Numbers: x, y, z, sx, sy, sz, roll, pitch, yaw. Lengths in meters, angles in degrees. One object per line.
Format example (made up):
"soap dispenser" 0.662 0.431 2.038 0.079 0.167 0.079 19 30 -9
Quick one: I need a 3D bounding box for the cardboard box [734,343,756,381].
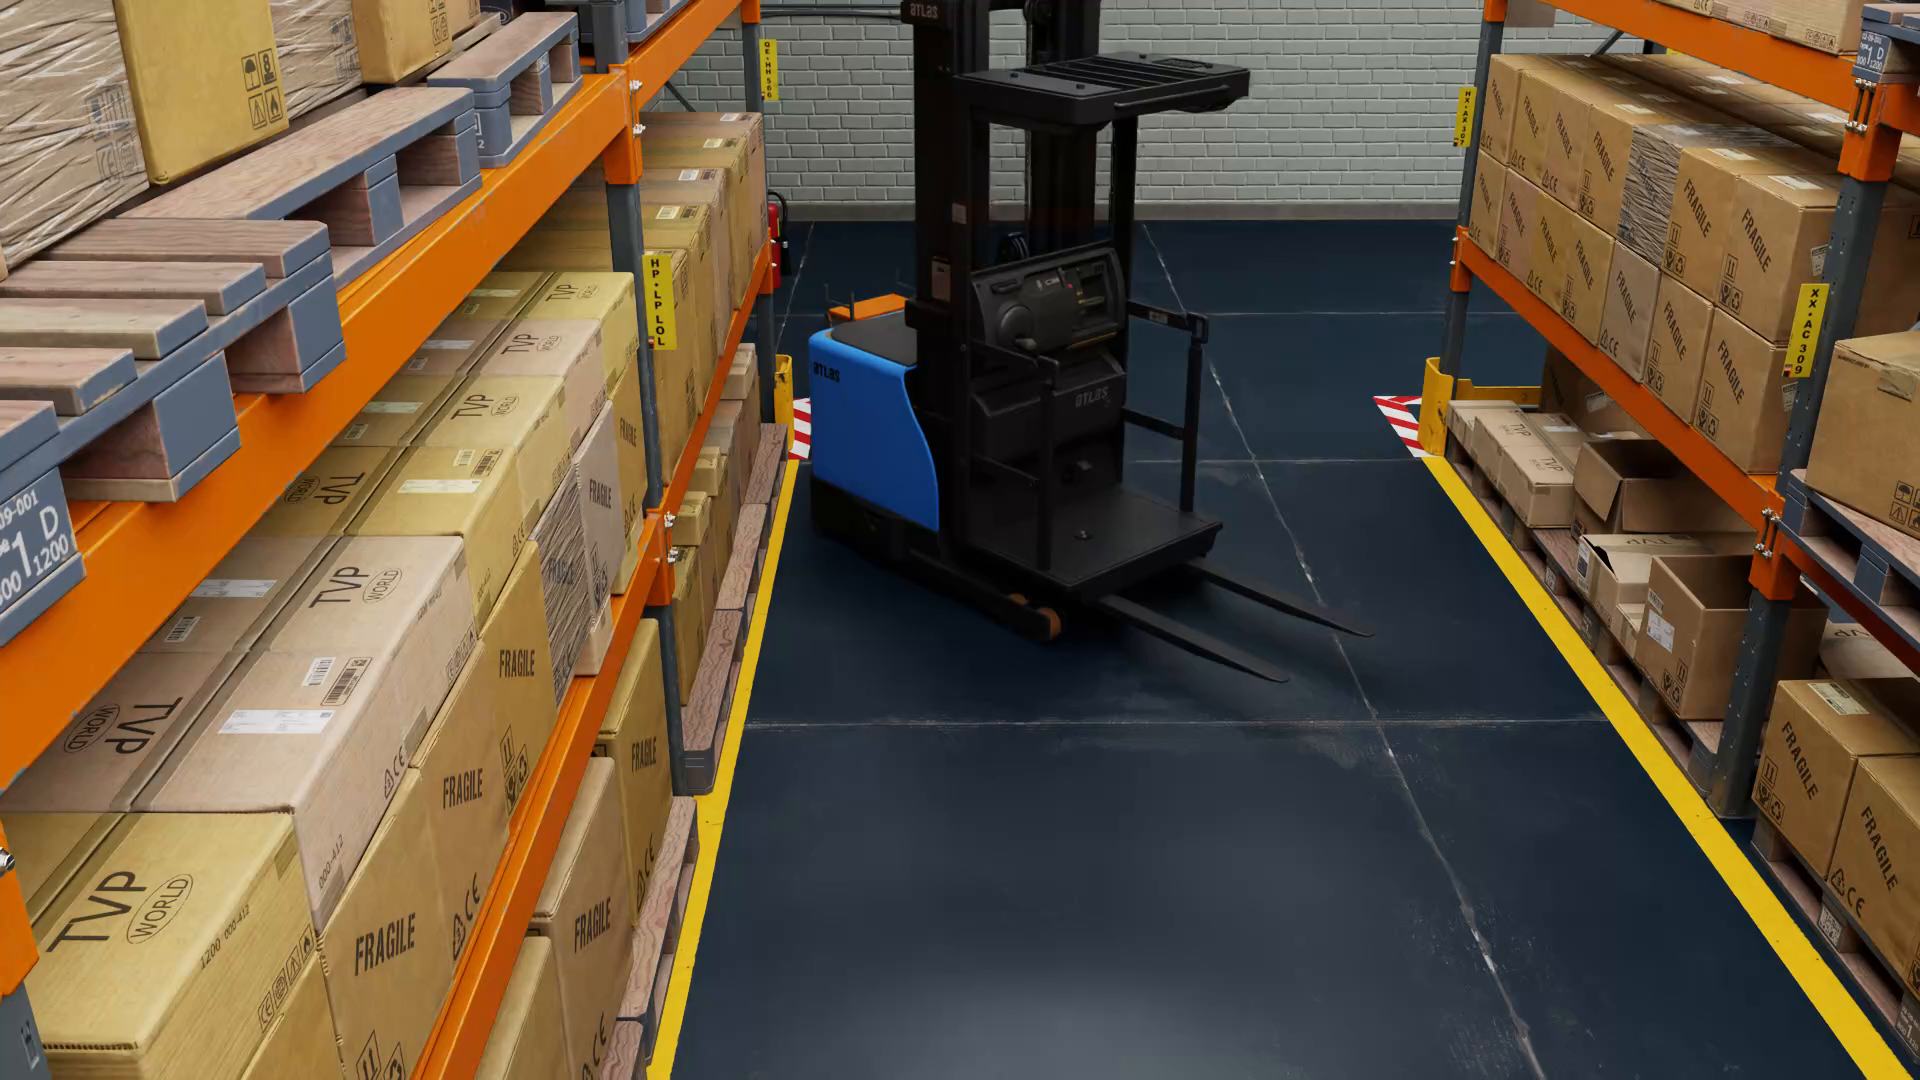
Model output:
"cardboard box" -1.301 -0.950 8.947 0.380 0.149 0.250 -1 24 -1

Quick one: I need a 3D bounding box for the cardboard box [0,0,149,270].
"cardboard box" -1.626 -0.676 2.310 0.700 0.500 0.500 -2 24 -3

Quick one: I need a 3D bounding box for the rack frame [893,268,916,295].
"rack frame" -0.280 -0.915 9.316 0.015 1.200 0.240 -21 31 -38

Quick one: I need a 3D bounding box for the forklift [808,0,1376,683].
"forklift" 0.569 -1.095 7.615 1.130 2.935 3.031 -21 31 -38

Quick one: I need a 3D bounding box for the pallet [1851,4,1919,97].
"pallet" 3.342 -1.330 4.638 1.213 0.211 1.003 0 24 -1

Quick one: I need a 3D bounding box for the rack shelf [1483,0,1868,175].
"rack shelf" 3.383 -2.181 7.165 1.077 0.370 4.000 0 24 -1

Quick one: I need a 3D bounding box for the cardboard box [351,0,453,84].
"cardboard box" -1.578 -1.314 3.721 0.700 0.500 0.500 -1 24 -2

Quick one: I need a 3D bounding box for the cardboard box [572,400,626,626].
"cardboard box" -1.276 -0.085 4.791 0.500 0.500 0.500 0 24 0

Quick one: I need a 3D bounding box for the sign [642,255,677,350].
"sign" -1.006 -0.792 5.552 0.100 0.325 0.005 0 24 -1

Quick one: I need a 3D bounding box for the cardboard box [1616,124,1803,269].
"cardboard box" 3.127 -1.445 6.970 0.500 0.500 0.500 0 24 0

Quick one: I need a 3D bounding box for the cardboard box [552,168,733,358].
"cardboard box" -1.558 -1.255 7.520 0.980 0.700 0.700 -1 24 -3

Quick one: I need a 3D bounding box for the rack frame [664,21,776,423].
"rack frame" -1.592 -1.942 9.404 1.000 3.000 0.127 0 24 -1

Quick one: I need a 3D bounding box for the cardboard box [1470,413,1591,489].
"cardboard box" 3.089 -0.482 8.979 0.500 0.250 0.500 0 24 -1

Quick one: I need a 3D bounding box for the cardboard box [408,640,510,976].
"cardboard box" -1.255 0.542 3.404 0.500 0.500 0.500 0 24 -1

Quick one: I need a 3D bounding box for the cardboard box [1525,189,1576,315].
"cardboard box" 3.116 -1.408 8.102 0.500 0.500 0.500 0 24 -1

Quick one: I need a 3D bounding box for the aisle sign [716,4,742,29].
"aisle sign" -1.293 -3.158 8.937 0.394 0.787 0.004 0 24 -1

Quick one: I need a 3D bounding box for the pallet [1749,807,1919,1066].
"pallet" 3.452 1.288 5.647 1.003 0.211 1.213 0 24 -1

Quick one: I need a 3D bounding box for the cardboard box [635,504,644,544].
"cardboard box" -1.262 -0.051 5.502 0.380 0.149 0.250 0 24 0

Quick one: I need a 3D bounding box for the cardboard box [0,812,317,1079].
"cardboard box" -1.252 0.622 2.317 0.500 0.250 0.500 0 24 1

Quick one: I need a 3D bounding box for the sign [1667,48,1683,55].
"sign" 3.916 -2.632 9.140 0.100 0.325 0.005 0 24 -1

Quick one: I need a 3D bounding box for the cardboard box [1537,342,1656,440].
"cardboard box" 3.613 -0.805 9.388 0.500 0.500 0.500 0 24 -1

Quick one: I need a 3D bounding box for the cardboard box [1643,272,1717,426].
"cardboard box" 3.136 -0.781 6.715 0.500 0.500 0.500 0 24 1

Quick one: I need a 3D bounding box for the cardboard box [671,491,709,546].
"cardboard box" -1.275 -0.092 7.051 0.380 0.149 0.250 1 24 1

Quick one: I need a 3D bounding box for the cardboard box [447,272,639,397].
"cardboard box" -1.288 -0.635 5.096 0.500 0.250 0.500 0 24 1

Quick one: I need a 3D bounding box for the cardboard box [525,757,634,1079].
"cardboard box" -1.399 1.128 4.716 0.750 0.750 0.750 0 24 1

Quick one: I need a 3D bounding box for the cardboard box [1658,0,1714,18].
"cardboard box" 3.125 -2.227 6.577 0.500 0.250 0.500 0 24 -1

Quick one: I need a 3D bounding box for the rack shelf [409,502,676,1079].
"rack shelf" -1.527 0.858 4.086 1.077 0.370 4.000 0 24 -1

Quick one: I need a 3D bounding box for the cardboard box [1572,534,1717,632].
"cardboard box" 3.107 0.164 7.476 0.500 0.311 0.500 0 24 -1

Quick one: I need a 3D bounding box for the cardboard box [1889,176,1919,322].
"cardboard box" 3.681 -1.014 6.018 0.500 0.500 0.500 0 24 1

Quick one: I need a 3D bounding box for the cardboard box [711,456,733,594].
"cardboard box" -1.460 -0.074 7.796 0.700 0.500 0.500 0 24 1

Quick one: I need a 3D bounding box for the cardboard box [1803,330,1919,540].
"cardboard box" 3.186 -0.358 5.272 0.700 0.500 0.500 -9 26 -18

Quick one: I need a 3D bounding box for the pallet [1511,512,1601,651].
"pallet" 3.382 0.166 8.127 1.003 0.211 1.213 0 24 -1

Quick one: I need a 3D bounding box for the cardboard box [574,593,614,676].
"cardboard box" -1.216 0.269 4.796 0.380 0.149 0.250 0 24 -1

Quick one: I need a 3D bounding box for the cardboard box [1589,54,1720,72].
"cardboard box" 3.641 -2.285 8.828 0.500 0.500 0.500 0 24 -1

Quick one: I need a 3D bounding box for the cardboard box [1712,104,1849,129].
"cardboard box" 3.663 -1.652 7.427 0.500 0.500 0.500 0 24 1

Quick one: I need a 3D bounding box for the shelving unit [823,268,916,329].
"shelving unit" -0.461 -0.847 9.166 0.503 1.200 0.258 -21 31 -38

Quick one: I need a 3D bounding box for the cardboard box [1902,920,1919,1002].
"cardboard box" 3.181 1.247 4.853 0.500 0.500 0.500 0 24 0

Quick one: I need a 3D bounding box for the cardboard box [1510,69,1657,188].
"cardboard box" 3.116 -2.068 8.347 0.500 0.500 0.500 0 24 0

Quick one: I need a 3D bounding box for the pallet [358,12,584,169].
"pallet" -1.489 -1.196 4.346 0.805 0.209 1.217 -1 24 -3

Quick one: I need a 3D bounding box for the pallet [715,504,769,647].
"pallet" -1.495 0.159 8.142 1.003 0.211 1.213 0 24 -1

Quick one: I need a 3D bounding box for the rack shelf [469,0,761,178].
"rack shelf" -1.570 -2.157 7.112 1.077 0.370 4.000 0 24 -1

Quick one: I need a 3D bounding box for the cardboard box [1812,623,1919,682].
"cardboard box" 3.617 0.533 6.661 0.500 0.311 0.500 0 24 -1

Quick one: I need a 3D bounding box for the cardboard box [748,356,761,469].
"cardboard box" -1.484 -0.707 9.196 0.700 0.500 0.500 0 24 -1

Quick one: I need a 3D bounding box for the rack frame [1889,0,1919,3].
"rack frame" 3.405 -3.051 4.576 1.000 3.000 0.127 0 24 -1
